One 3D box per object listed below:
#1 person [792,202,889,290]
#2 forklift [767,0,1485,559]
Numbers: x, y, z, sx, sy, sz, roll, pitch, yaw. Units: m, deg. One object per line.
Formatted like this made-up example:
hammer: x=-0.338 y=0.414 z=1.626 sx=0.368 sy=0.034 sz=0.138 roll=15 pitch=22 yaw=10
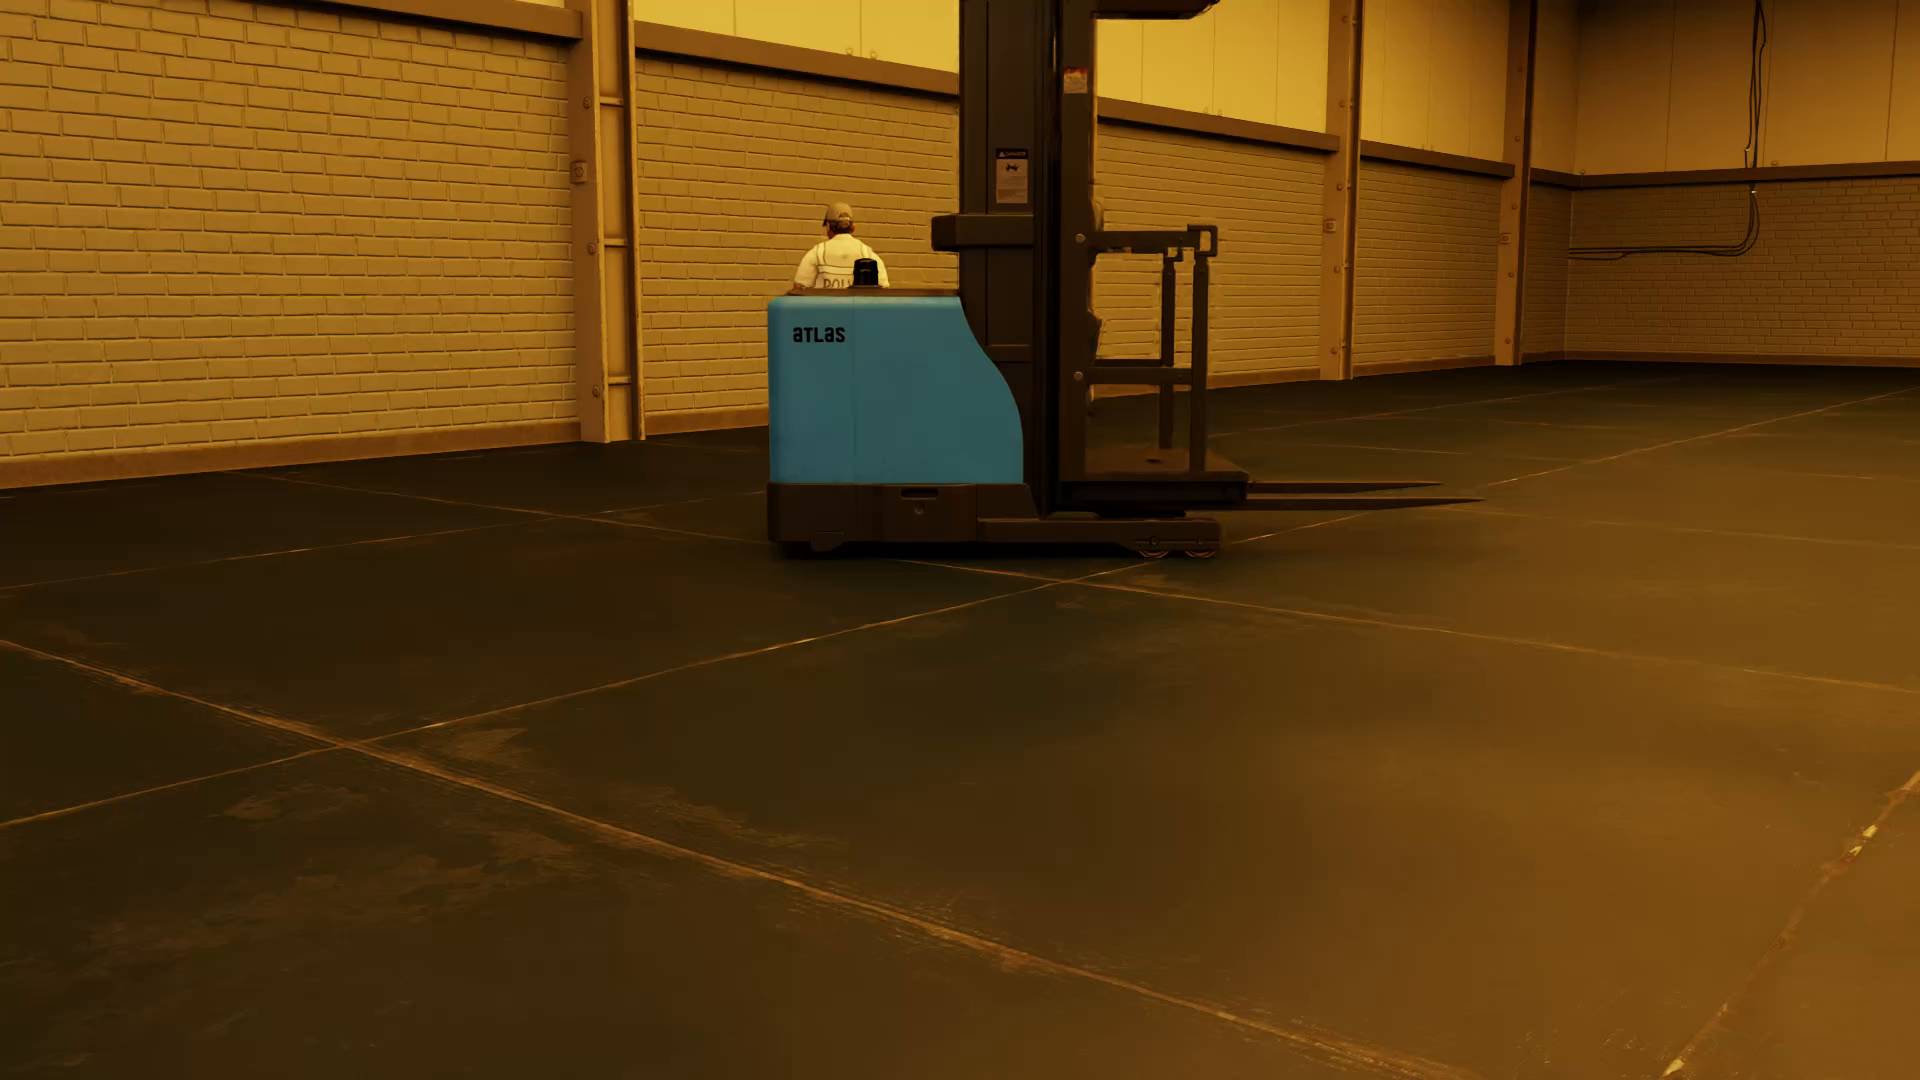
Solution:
person: x=-0.743 y=-1.237 z=10.199 sx=0.646 sy=1.645 sz=0.470 roll=-2 pitch=9 yaw=-16
forklift: x=0.709 y=-1.449 z=7.182 sx=3.031 sy=2.935 sz=1.130 roll=0 pitch=8 yaw=0
